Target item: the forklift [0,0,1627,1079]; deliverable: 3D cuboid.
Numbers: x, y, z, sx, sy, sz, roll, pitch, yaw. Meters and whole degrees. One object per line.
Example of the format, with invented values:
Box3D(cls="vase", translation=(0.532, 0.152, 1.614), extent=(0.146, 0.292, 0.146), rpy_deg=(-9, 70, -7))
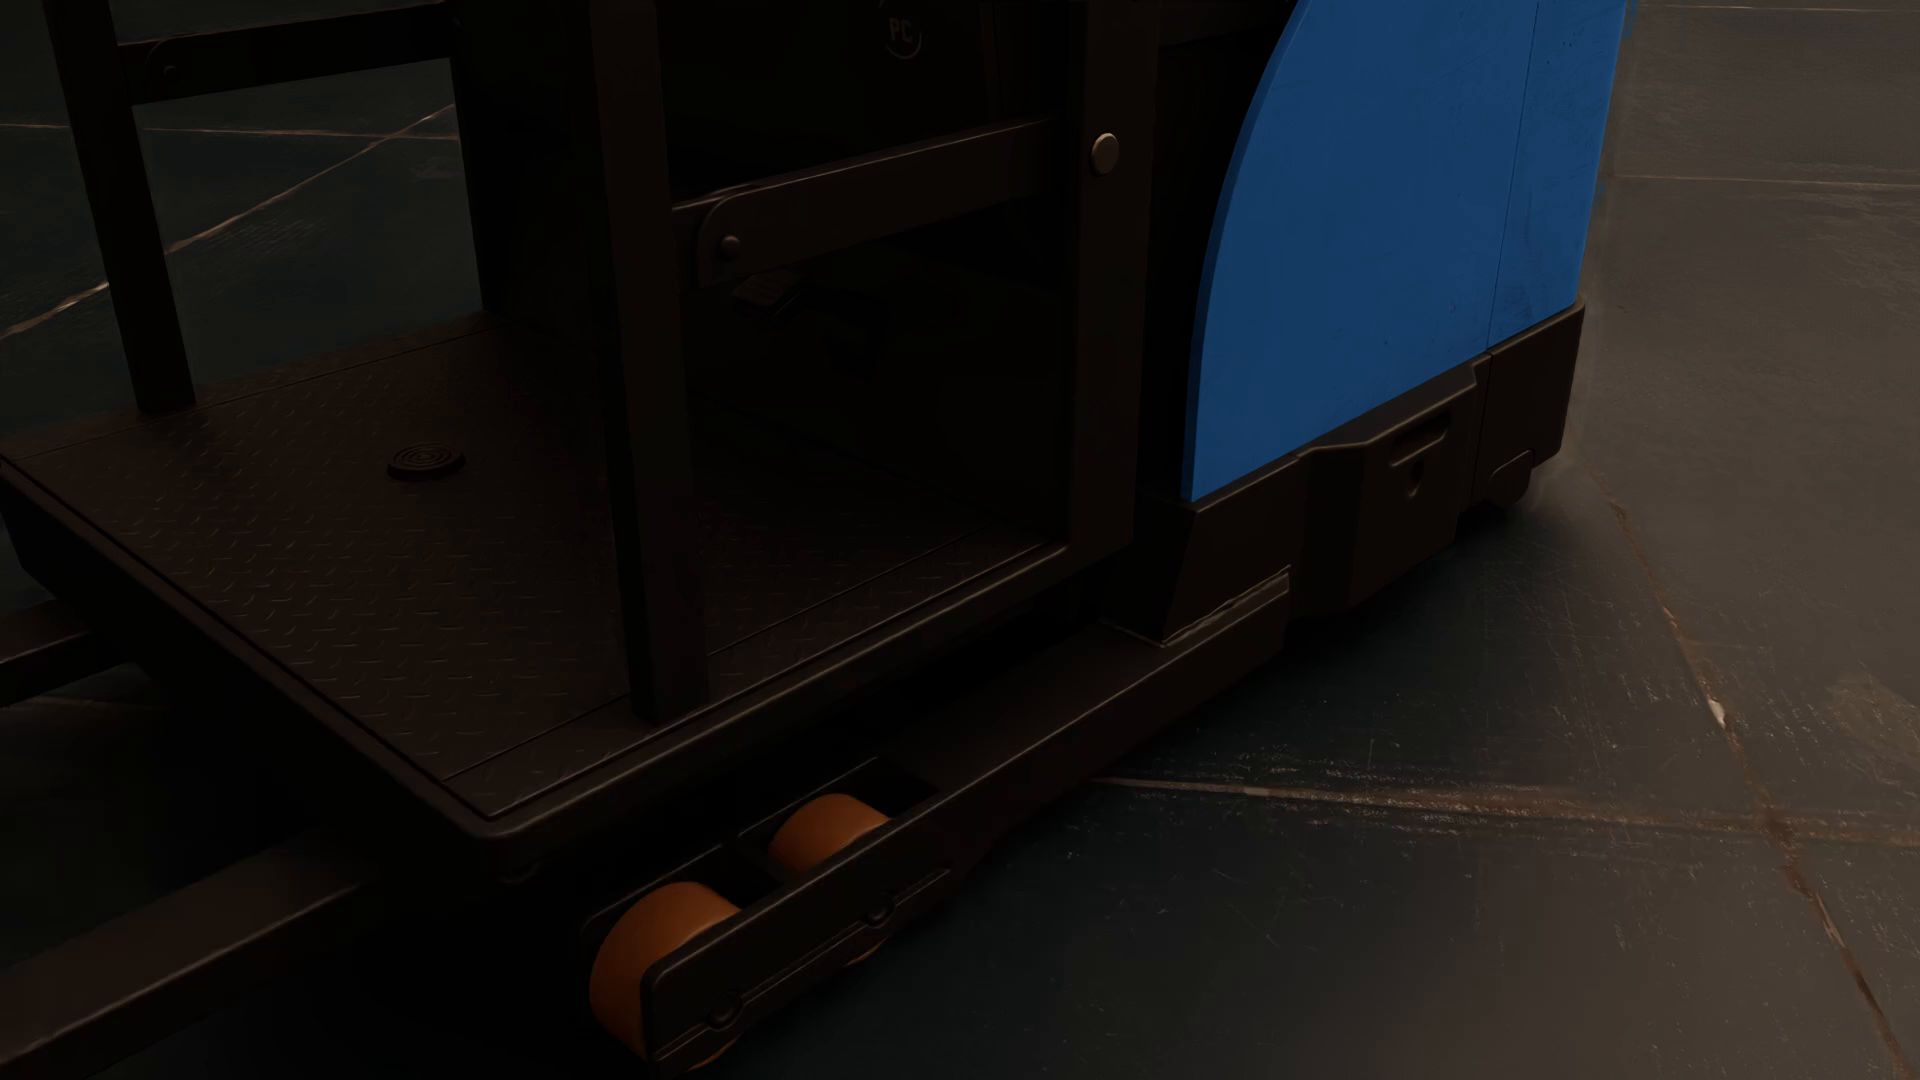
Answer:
Box3D(cls="forklift", translation=(-0.421, -1.085, 1.391), extent=(1.130, 2.935, 3.031), rpy_deg=(23, 35, 38))
